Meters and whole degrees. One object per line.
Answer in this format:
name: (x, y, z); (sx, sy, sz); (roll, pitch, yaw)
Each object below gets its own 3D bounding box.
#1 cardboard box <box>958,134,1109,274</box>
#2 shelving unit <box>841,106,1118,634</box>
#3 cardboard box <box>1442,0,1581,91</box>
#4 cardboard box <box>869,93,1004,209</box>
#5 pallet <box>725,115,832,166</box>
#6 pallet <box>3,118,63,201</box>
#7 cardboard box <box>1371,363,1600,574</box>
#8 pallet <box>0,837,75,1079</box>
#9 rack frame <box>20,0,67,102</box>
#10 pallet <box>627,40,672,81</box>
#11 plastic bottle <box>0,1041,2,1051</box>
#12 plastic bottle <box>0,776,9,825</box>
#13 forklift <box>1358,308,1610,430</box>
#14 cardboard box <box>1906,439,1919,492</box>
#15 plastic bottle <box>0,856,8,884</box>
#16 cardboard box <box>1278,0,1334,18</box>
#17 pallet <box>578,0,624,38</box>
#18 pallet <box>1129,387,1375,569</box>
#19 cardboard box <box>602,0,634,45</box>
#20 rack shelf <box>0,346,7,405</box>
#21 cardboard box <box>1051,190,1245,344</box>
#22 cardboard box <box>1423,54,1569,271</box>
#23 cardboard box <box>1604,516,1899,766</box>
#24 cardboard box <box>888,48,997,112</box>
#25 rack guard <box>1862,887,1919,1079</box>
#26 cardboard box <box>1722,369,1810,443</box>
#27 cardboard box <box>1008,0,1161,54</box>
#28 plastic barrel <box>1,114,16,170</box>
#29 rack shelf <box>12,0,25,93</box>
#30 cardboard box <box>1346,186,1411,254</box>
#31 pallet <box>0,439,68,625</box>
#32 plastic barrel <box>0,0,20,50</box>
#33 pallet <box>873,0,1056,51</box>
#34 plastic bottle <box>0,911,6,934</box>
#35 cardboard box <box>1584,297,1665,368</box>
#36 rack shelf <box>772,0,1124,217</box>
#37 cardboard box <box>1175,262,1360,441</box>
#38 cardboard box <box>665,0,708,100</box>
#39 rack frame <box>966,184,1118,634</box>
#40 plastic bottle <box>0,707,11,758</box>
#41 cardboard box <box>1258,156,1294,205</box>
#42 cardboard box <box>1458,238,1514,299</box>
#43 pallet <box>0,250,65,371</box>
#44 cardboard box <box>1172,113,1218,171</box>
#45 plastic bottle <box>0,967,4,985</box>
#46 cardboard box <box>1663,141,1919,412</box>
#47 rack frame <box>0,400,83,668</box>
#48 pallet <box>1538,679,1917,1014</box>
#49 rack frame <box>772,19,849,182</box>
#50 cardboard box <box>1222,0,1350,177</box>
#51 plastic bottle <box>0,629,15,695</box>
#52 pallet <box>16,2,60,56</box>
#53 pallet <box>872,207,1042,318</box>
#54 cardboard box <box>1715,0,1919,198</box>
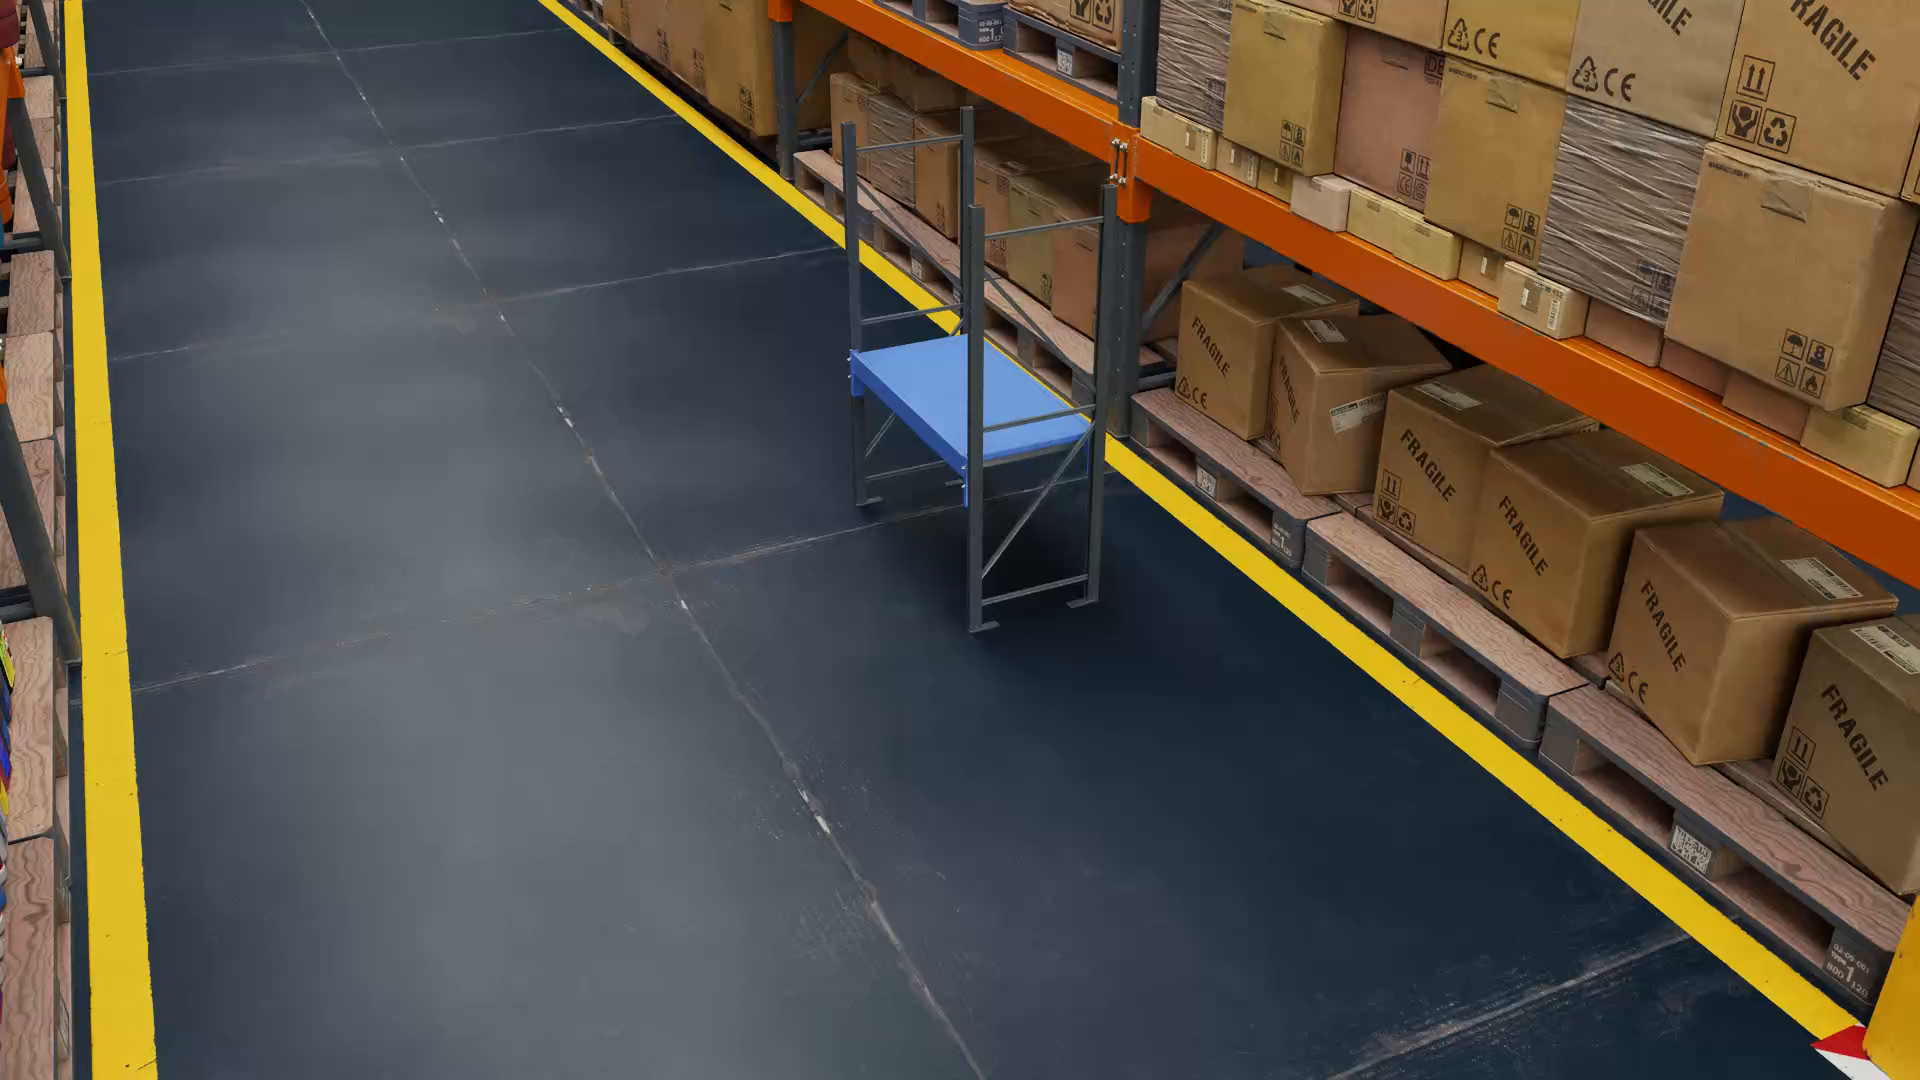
cardboard box: (0.414, -1.696, 8.314); (0.700, 0.500, 0.500); (-16, 33, -26)
shelving unit: (0.037, -0.616, 5.816); (0.538, 1.500, 1.048); (-13, 32, -22)
cardboard box: (1.705, -1.555, 4.527); (0.500, 0.500, 0.500); (-13, 32, -22)
cardboard box: (-0.075, -2.192, 9.198); (0.700, 0.500, 0.500); (-16, 33, -26)
pallet: (-0.901, -2.772, 10.978); (1.003, 0.211, 1.213); (-13, 32, -22)
pallet: (-6.000, -2.246, 10.039); (1.003, 0.211, 1.213); (-13, 32, -22)
cardboard box: (1.812, -0.256, 5.766); (0.500, 0.500, 0.500); (-16, 33, -26)
pallet: (-2.608, 1.244, 3.816); (1.003, 0.211, 1.213); (-13, 32, -22)
rack frame: (-6.821, -4.351, 10.943); (1.000, 3.000, 0.127); (-13, 32, -22)
pallet: (-1.948, -3.850, 12.900); (1.003, 0.211, 1.213); (-13, 32, -22)
plastic bottle: (-2.211, 1.066, 3.693); (0.097, 0.201, 0.097); (0, 29, 0)
plastic bottle: (-2.629, 0.598, 4.376); (0.144, 0.351, 0.185); (-13, 32, -22)
forklift: (2.349, -2.272, 7.305); (1.130, 2.935, 3.031); (-14, 32, -23)
cardboard box: (2.388, -0.174, 3.750); (0.380, 0.149, 0.250); (-13, 32, -22)
plastic bottle: (-2.487, 0.782, 4.200); (0.097, 0.201, 0.097); (0, 29, 0)
cardboard box: (1.266, -1.994, 5.311); (0.500, 0.500, 0.500); (-13, 32, -22)
pallet: (-2.604, -4.527, 14.108); (1.003, 0.211, 1.213); (-13, 32, -22)
pallet: (1.407, -0.352, 6.661); (1.003, 0.211, 1.213); (-13, 32, -22)
cardboard box: (-2.055, -4.369, 12.718); (1.225, 0.875, 0.875); (-13, 32, -22)
rack shelf: (-2.528, 0.380, 3.241); (1.077, 0.370, 4.000); (-13, 32, -22)
cardboard box: (0.842, -1.235, 7.491); (0.700, 0.500, 0.500); (-16, 33, -26)
cardboard box: (1.890, -1.161, 4.848); (0.875, 0.500, 0.500); (-13, 32, -22)
cardboard box: (2.263, 0.281, 4.809); (0.500, 0.500, 0.500); (-5, 30, -9)
cardboard box: (-0.079, -2.531, 9.036); (0.500, 0.250, 0.500); (-9, 31, -16)
rack guard: (2.771, 0.966, 4.015); (1.175, 0.500, 0.348); (-13, 32, -22)
cardboard box: (2.141, -0.387, 4.130); (0.380, 0.149, 0.250); (-13, 32, -22)
cardboard box: (0.872, -2.682, 6.924); (1.000, 1.000, 1.000); (-13, 32, -22)
plastic barrel: (-5.814, -2.427, 9.547); (0.600, 0.588, 0.708); (-13, 32, -22)
rack shelf: (-5.963, -3.154, 9.543); (1.077, 0.370, 4.000); (-13, 32, -22)
cardboard box: (1.466, -1.043, 5.299); (0.380, 0.149, 0.250); (-13, 32, -22)
pallet: (-3.759, 0.060, 5.927); (1.003, 0.211, 1.213); (-13, 32, -22)
plastic barrel: (-4.631, -2.502, 7.506); (0.600, 0.536, 0.708); (-13, 32, -22)
pallet: (0.256, -2.675, 8.149); (1.003, 0.211, 1.213); (-13, 32, -22)
plastic bottle: (-2.399, 0.873, 4.038); (0.097, 0.201, 0.097); (0, 29, 0)
cardboard box: (1.944, -0.612, 4.531); (0.380, 0.149, 0.250); (-13, 32, -22)
rack shelf: (0.228, -2.427, 8.247); (1.077, 0.370, 4.000); (-13, 32, -22)
cardboard box: (1.222, -0.765, 6.674); (0.500, 0.500, 0.500); (-14, 32, -23)
cardboard box: (-1.284, -3.585, 11.320); (1.225, 0.875, 0.875); (-13, 32, -22)
rack frame: (0.255, -0.392, 5.416); (0.500, 1.500, 0.032); (-13, 32, -22)
plastic bottle: (-2.768, 0.455, 4.630); (0.144, 0.351, 0.185); (-15, 32, -24)
cardboard box: (1.251, -1.263, 5.693); (0.380, 0.149, 0.250); (-13, 32, -22)
cardboard box: (1.712, -0.829, 4.918); (0.380, 0.149, 0.250); (-13, 32, -22)
pallet: (-4.806, -1.018, 7.849); (1.003, 0.211, 1.213); (-13, 32, -22)
cardboard box: (1.003, -1.476, 6.073); (0.380, 0.149, 0.250); (-13, 32, -22)
plastic bottle: (-2.314, 0.930, 3.864); (0.097, 0.271, 0.097); (0, 29, 0)
cardboard box: (2.269, -0.708, 4.040); (0.875, 0.500, 0.500); (-13, 32, -22)
rack frame: (-3.387, -0.817, 4.641); (1.000, 3.000, 0.127); (-13, 32, -22)
pallet: (2.454, 0.726, 4.739); (1.003, 0.211, 1.213); (-13, 32, -22)
rack frame: (-0.631, -3.624, 9.646); (1.000, 3.000, 0.127); (-13, 32, -22)
cardboard box: (1.407, -1.591, 5.613); (0.875, 0.500, 0.500); (-13, 32, -22)
plastic bottle: (-2.882, 0.319, 4.942); (0.061, 0.283, 0.133); (-11, 31, -20)
pallet: (-7.699, -3.991, 13.152); (1.003, 0.211, 1.213); (-13, 32, -22)
pallet: (0.223, -1.524, 8.752); (1.003, 0.211, 1.213); (-13, 32, -22)
cardboard box: (2.125, -1.111, 3.735); (0.500, 0.500, 0.500); (-13, 32, -22)
